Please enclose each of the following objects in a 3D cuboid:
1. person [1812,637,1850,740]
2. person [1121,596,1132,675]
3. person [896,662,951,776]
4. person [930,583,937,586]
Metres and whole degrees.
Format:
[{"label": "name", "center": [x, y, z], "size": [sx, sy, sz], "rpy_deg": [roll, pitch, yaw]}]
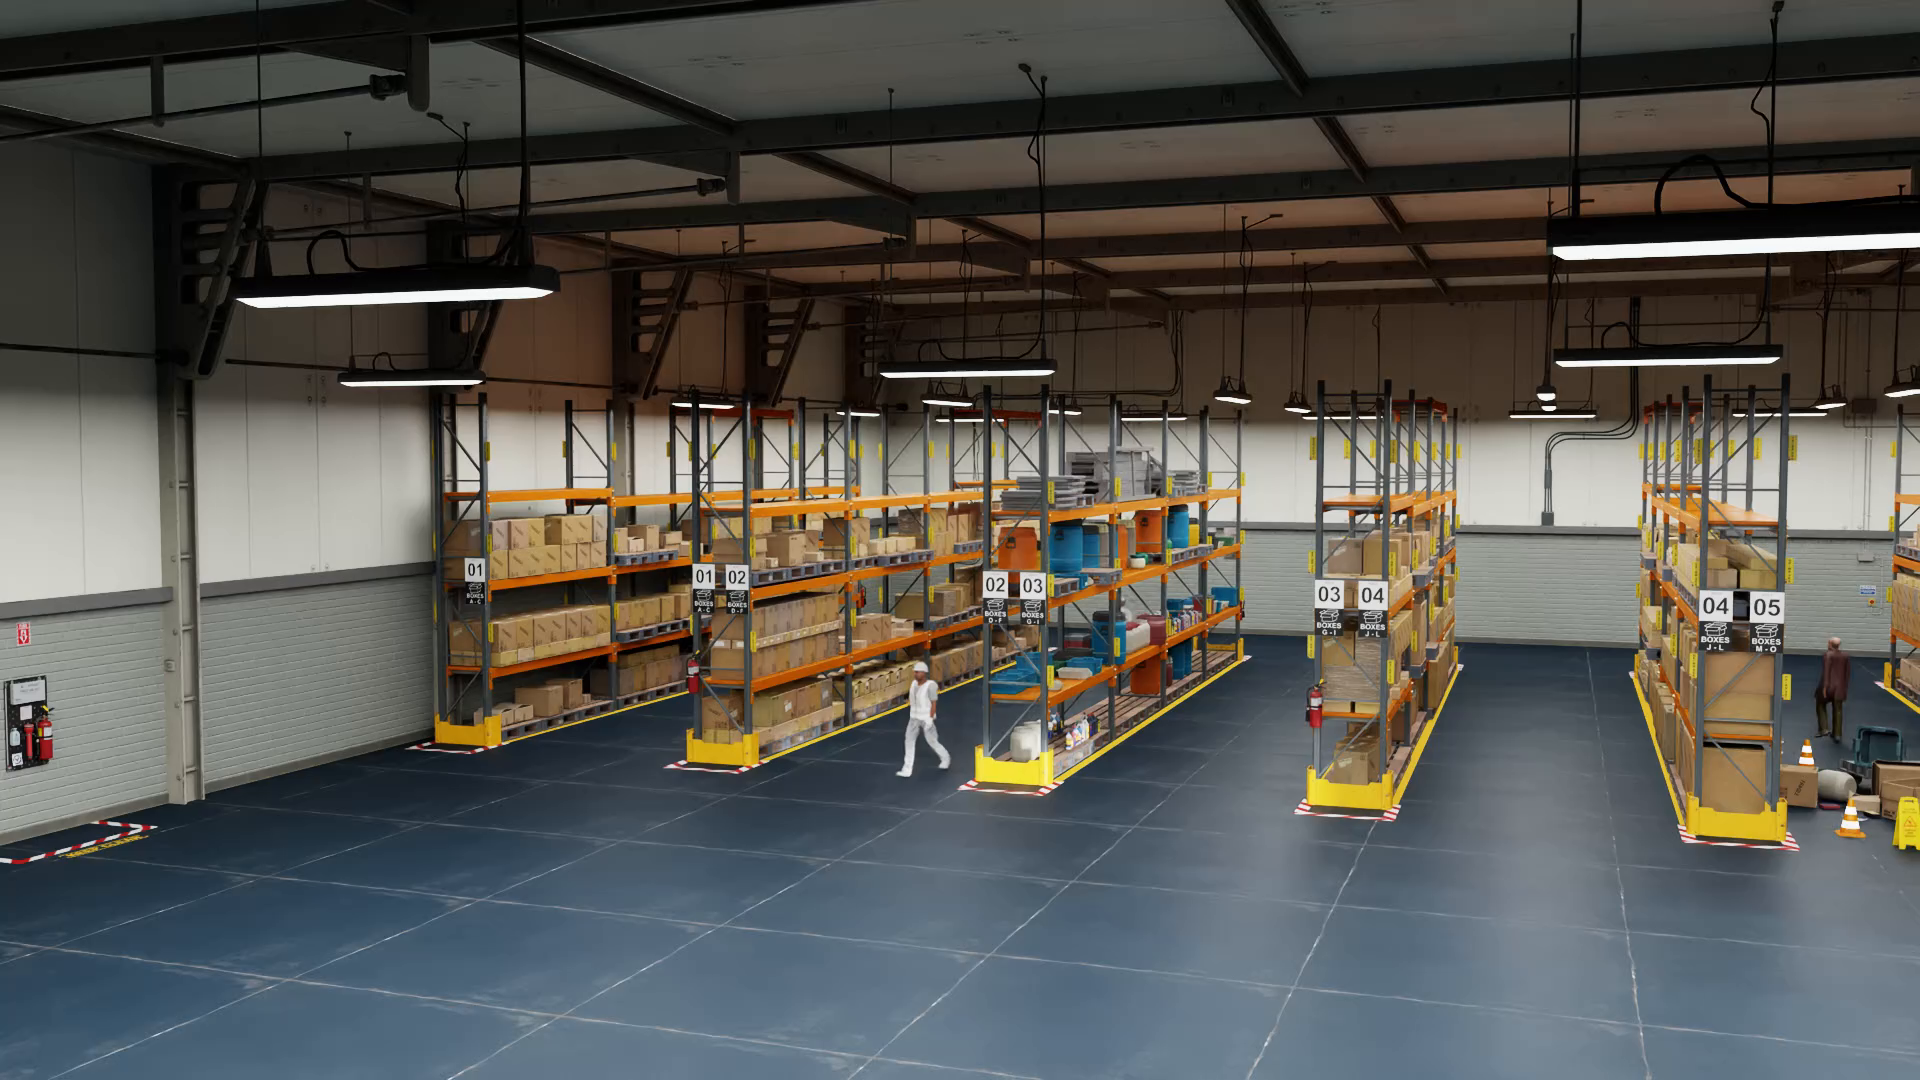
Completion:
[{"label": "person", "center": [15.171, 2.693, 28.844], "size": [0.573, 1.618, 0.595], "rpy_deg": [1, 3, 10]}, {"label": "person", "center": [3.550, 2.131, 37.064], "size": [0.576, 1.751, 0.499], "rpy_deg": [0, 3, 3]}, {"label": "person", "center": [-0.567, 2.763, 25.721], "size": [0.574, 1.749, 1.023], "rpy_deg": [3, 4, 42]}, {"label": "person", "center": [-0.635, 1.801, 40.854], "size": [0.495, 1.512, 1.062], "rpy_deg": [1, 3, 17]}]
